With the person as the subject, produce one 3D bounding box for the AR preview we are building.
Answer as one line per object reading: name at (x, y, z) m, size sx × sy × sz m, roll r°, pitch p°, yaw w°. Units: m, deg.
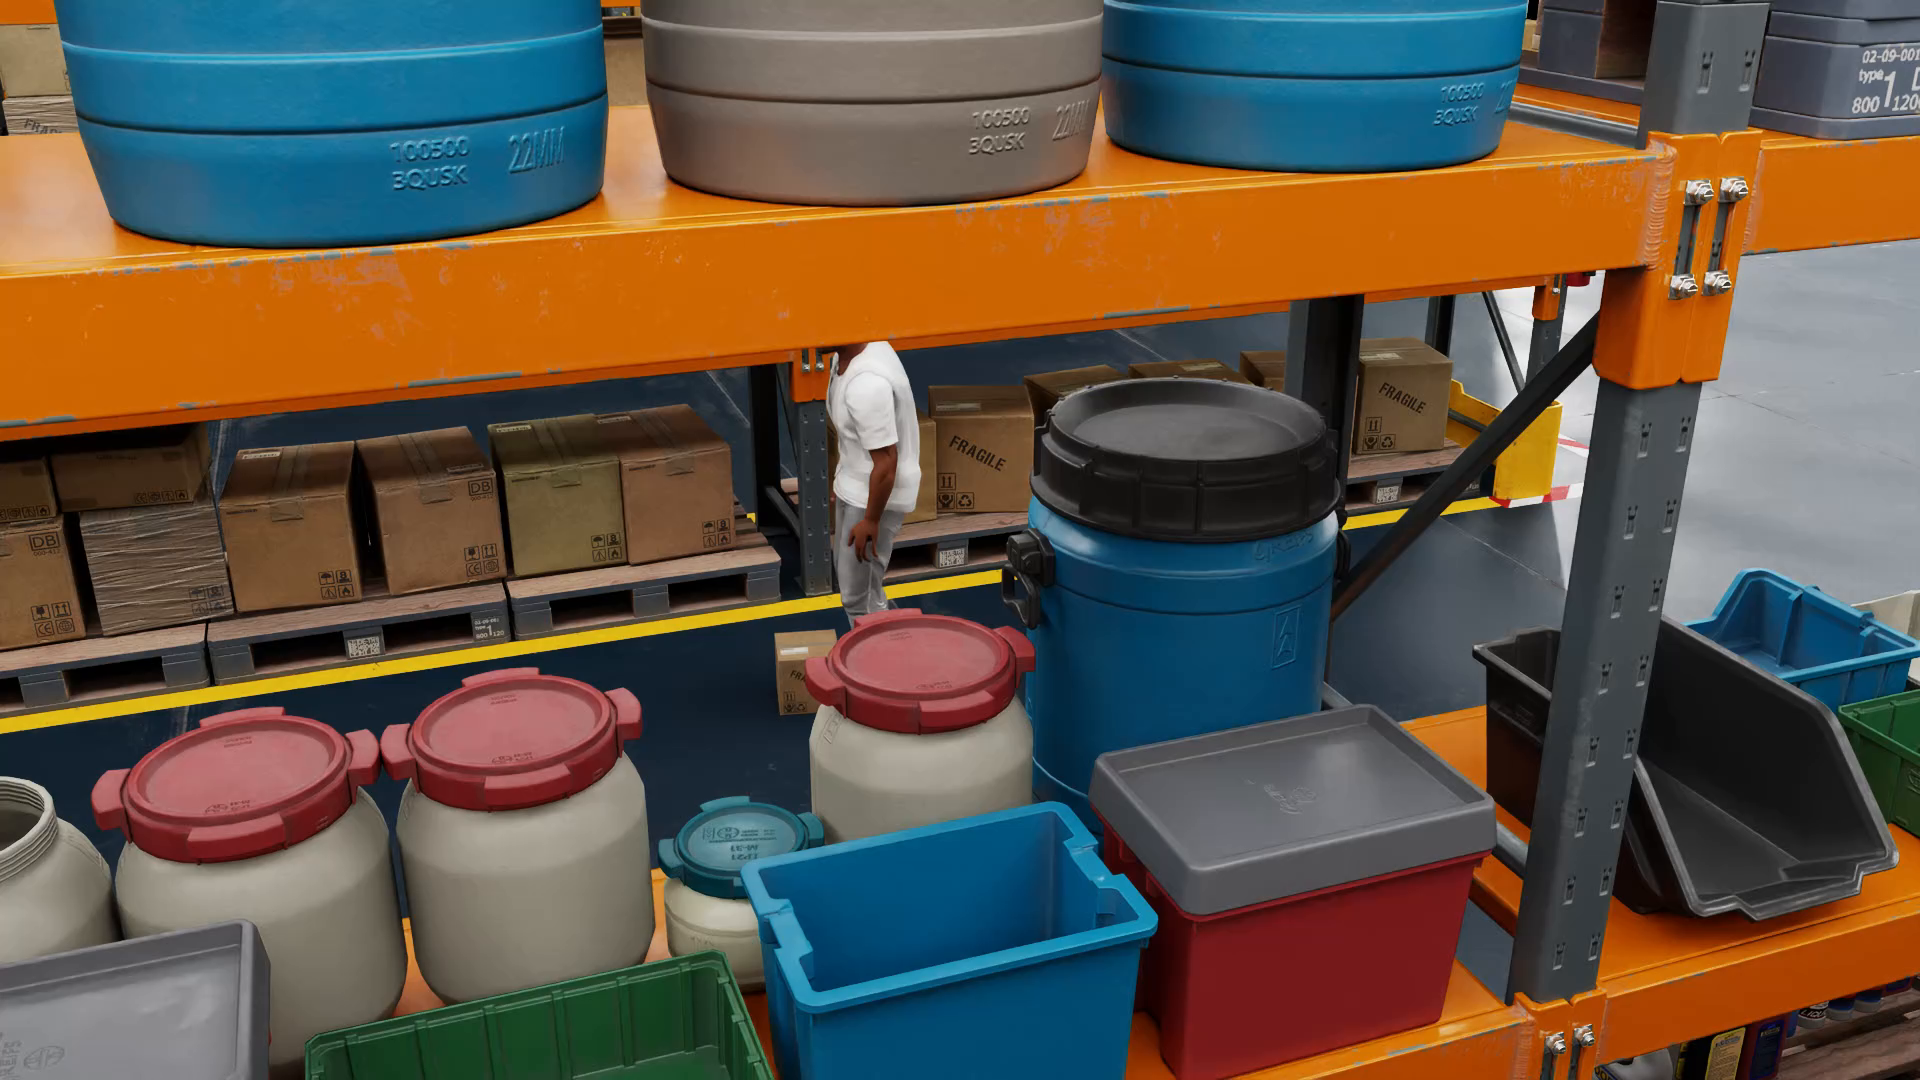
person at (-0.392, -0.173, 6.490) m, size 0.461 × 1.759 × 0.631 m, roll -4°, pitch 23°, yaw -10°
